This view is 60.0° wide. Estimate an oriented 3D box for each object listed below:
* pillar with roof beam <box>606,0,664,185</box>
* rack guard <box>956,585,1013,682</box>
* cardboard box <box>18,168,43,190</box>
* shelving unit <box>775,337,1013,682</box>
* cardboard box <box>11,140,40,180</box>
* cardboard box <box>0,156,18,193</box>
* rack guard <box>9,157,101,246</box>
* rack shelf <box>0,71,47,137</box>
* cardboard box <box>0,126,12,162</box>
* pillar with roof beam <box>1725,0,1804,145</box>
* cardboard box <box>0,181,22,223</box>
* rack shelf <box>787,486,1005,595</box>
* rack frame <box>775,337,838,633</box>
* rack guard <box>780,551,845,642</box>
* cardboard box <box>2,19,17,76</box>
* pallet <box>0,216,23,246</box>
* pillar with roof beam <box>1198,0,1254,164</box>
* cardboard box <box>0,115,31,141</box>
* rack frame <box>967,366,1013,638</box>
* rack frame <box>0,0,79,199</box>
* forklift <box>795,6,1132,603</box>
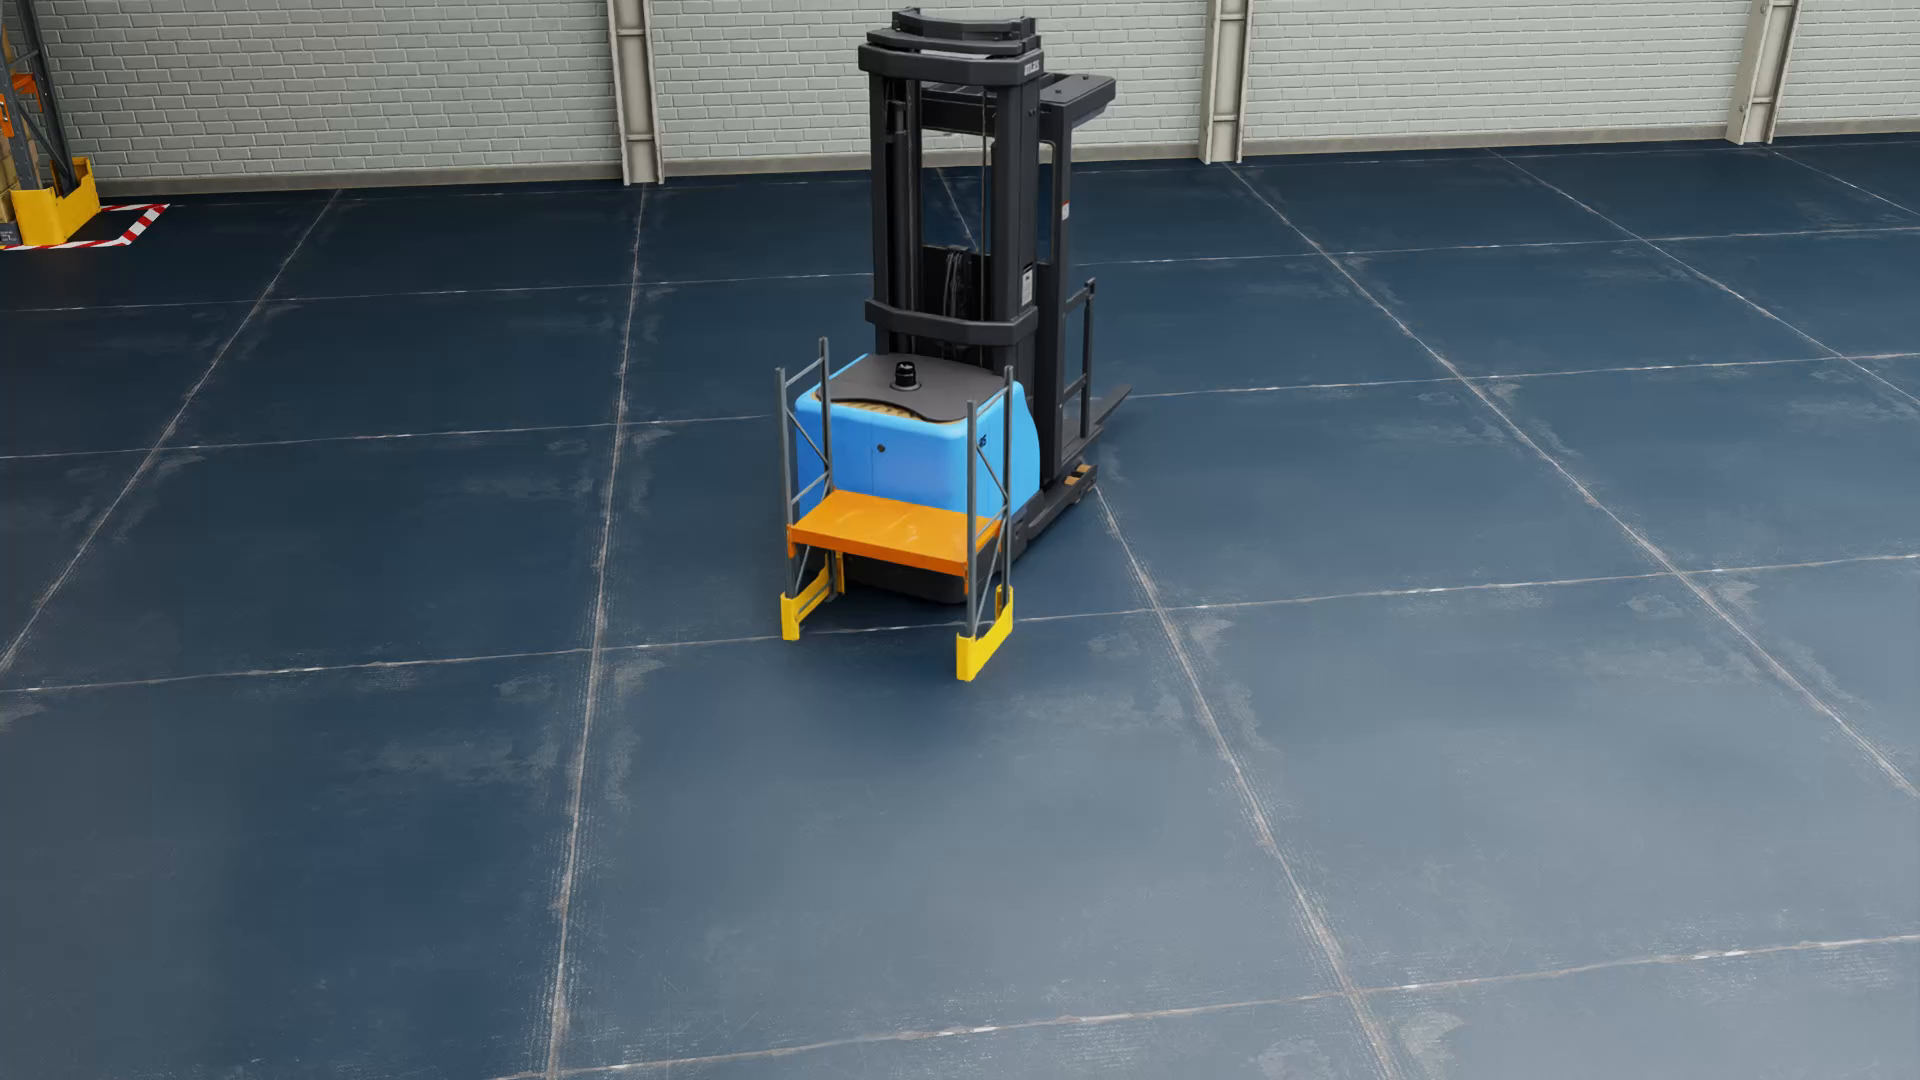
[{"bbox_3d":[-2.599,-5.699,11.000,0.400,9.000,9.100,-4,27,-7],"label":"pillar with roof beam"},{"bbox_3d":[0.129,0.475,8.551,0.087,0.250,0.587,11,29,21],"label":"rack guard"},{"bbox_3d":[-8.838,-3.252,15.354,0.500,0.250,0.500,-4,27,-7],"label":"cardboard box"},{"bbox_3d":[-0.328,-0.172,8.441,1.083,1.500,0.587,11,29,21],"label":"shelving unit"},{"bbox_3d":[-8.819,-3.481,15.254,0.500,0.250,0.500,-3,27,-6],"label":"cardboard box"},{"bbox_3d":[-8.763,-3.245,14.793,0.500,0.250,0.500,-4,27,-8],"label":"cardboard box"},{"bbox_3d":[-8.301,-3.121,15.285,0.348,0.500,1.175,-4,27,-7],"label":"rack guard"},{"bbox_3d":[-10.305,-3.784,14.628,4.000,0.370,1.077,-4,27,-7],"label":"rack shelf"},{"bbox_3d":[-8.737,-3.470,14.683,0.500,0.250,0.500,-3,27,-5],"label":"cardboard box"},{"bbox_3d":[9.284,-6.463,12.488,0.400,9.000,9.100,-4,27,-7],"label":"pillar with roof beam"},{"bbox_3d":[-8.746,-3.022,14.906,0.500,0.250,0.500,-3,27,-7],"label":"cardboard box"},{"bbox_3d":[-0.320,-0.010,8.520,1.000,0.185,0.538,11,29,21],"label":"rack shelf"},{"bbox_3d":[-0.786,-0.262,8.618,0.032,1.500,0.500,11,29,21],"label":"rack frame"},{"bbox_3d":[-0.785,0.294,8.903,0.087,0.250,0.587,11,29,21],"label":"rack guard"},{"bbox_3d":[-8.854,-4.370,14.872,0.500,0.500,0.500,-3,27,-5],"label":"cardboard box"},{"bbox_3d":[-9.076,-2.923,15.216,1.213,0.211,1.003,-4,27,-7],"label":"pallet"},{"bbox_3d":[3.343,-6.081,11.744,0.400,9.000,9.100,-4,27,-7],"label":"pillar with roof beam"},{"bbox_3d":[-8.827,-3.695,15.122,0.500,0.250,0.500,-4,27,-8],"label":"cardboard box"},{"bbox_3d":[0.147,-0.078,8.258,0.032,1.500,0.500,11,29,21],"label":"rack frame"},{"bbox_3d":[-8.325,-4.232,14.711,0.127,3.000,1.000,-4,27,-7],"label":"rack frame"},{"bbox_3d":[0.202,-1.608,9.673,1.130,2.935,3.031,13,30,23],"label":"forklift"}]
